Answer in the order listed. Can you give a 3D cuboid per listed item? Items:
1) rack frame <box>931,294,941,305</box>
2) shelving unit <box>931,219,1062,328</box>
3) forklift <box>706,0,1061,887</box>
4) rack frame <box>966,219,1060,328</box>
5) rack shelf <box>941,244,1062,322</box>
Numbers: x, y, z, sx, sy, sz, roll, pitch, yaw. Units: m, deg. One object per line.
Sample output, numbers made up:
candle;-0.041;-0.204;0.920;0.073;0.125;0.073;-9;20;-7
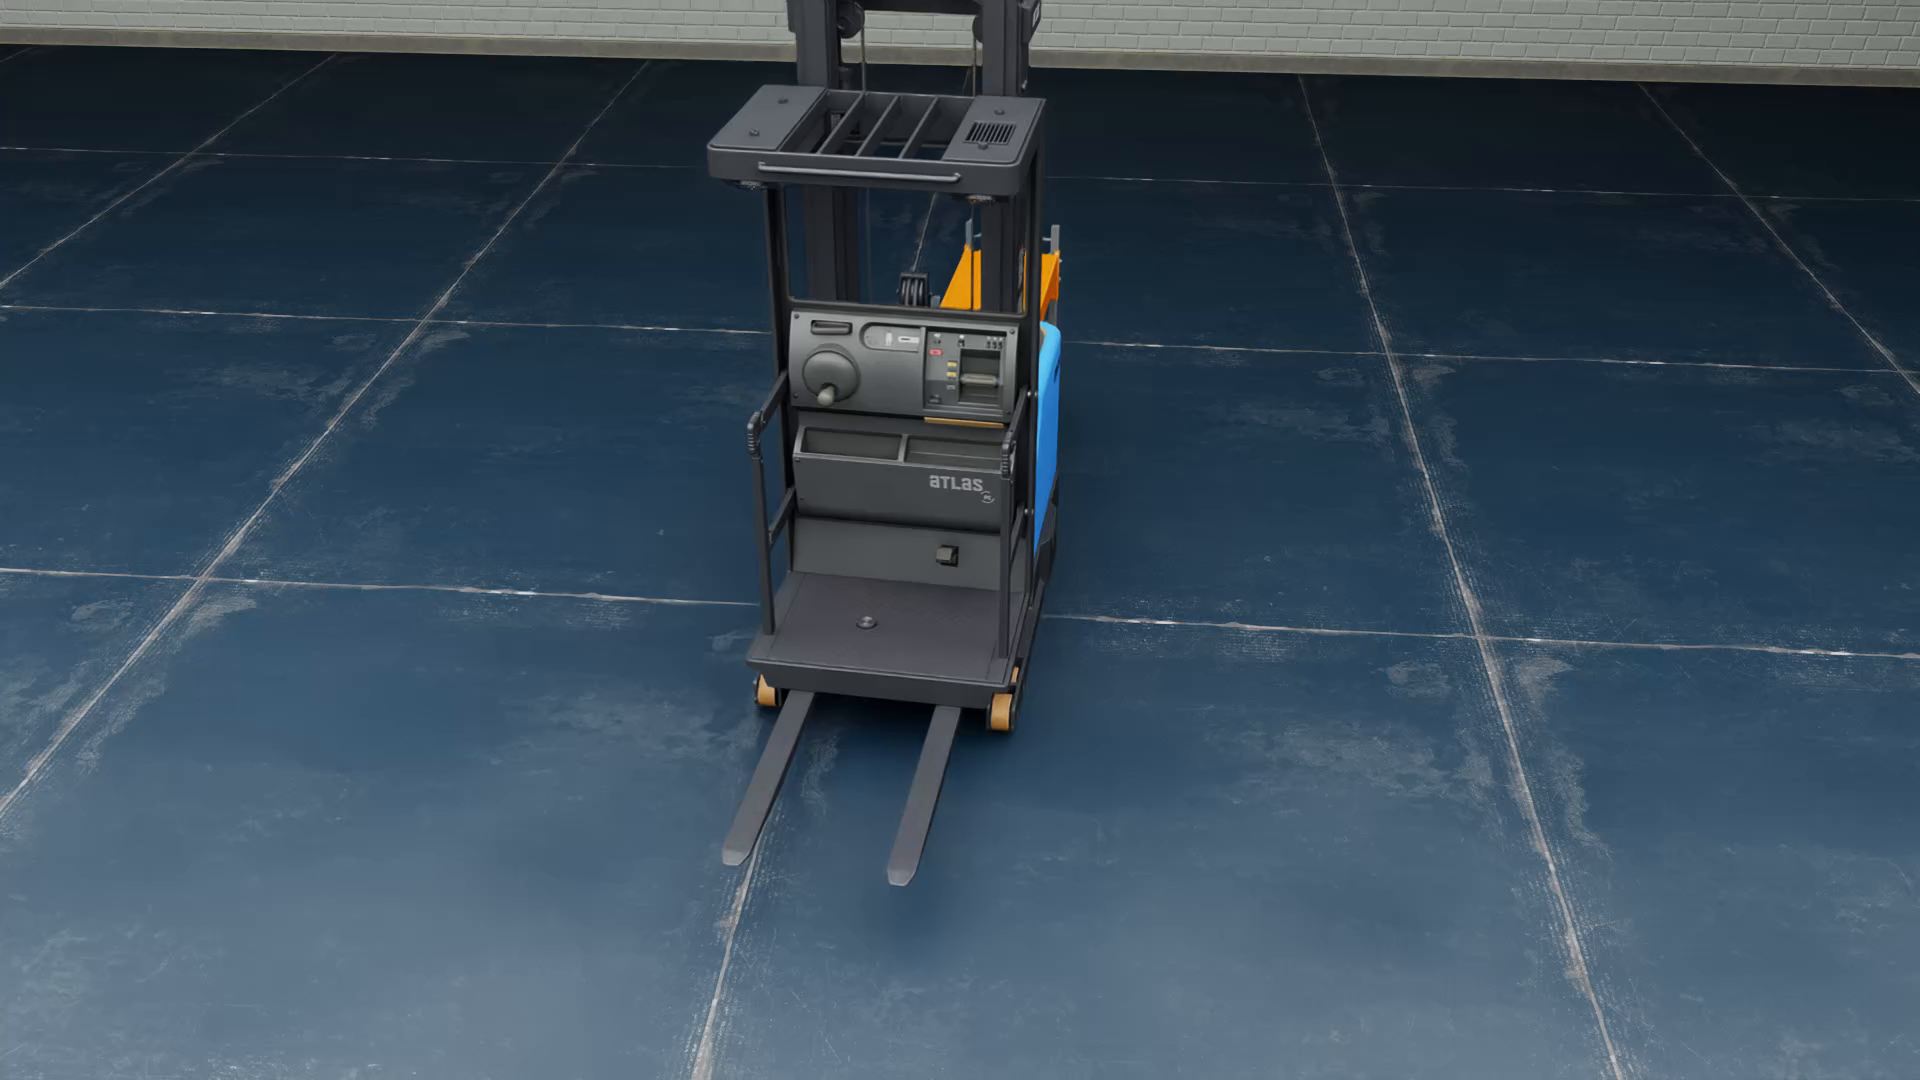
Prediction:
rack frame;0.110;-0.679;8.280;0.500;1.125;0.032;5;32;8
shelving unit;0.196;-0.942;8.706;0.538;1.125;1.048;5;32;8
forklift;-0.264;-0.652;6.515;1.130;2.935;3.031;5;32;8
rack frame;0.281;-1.205;9.133;0.500;1.125;0.032;5;32;8
rack shelf;0.196;-1.191;8.553;0.538;0.278;1.000;5;32;8
